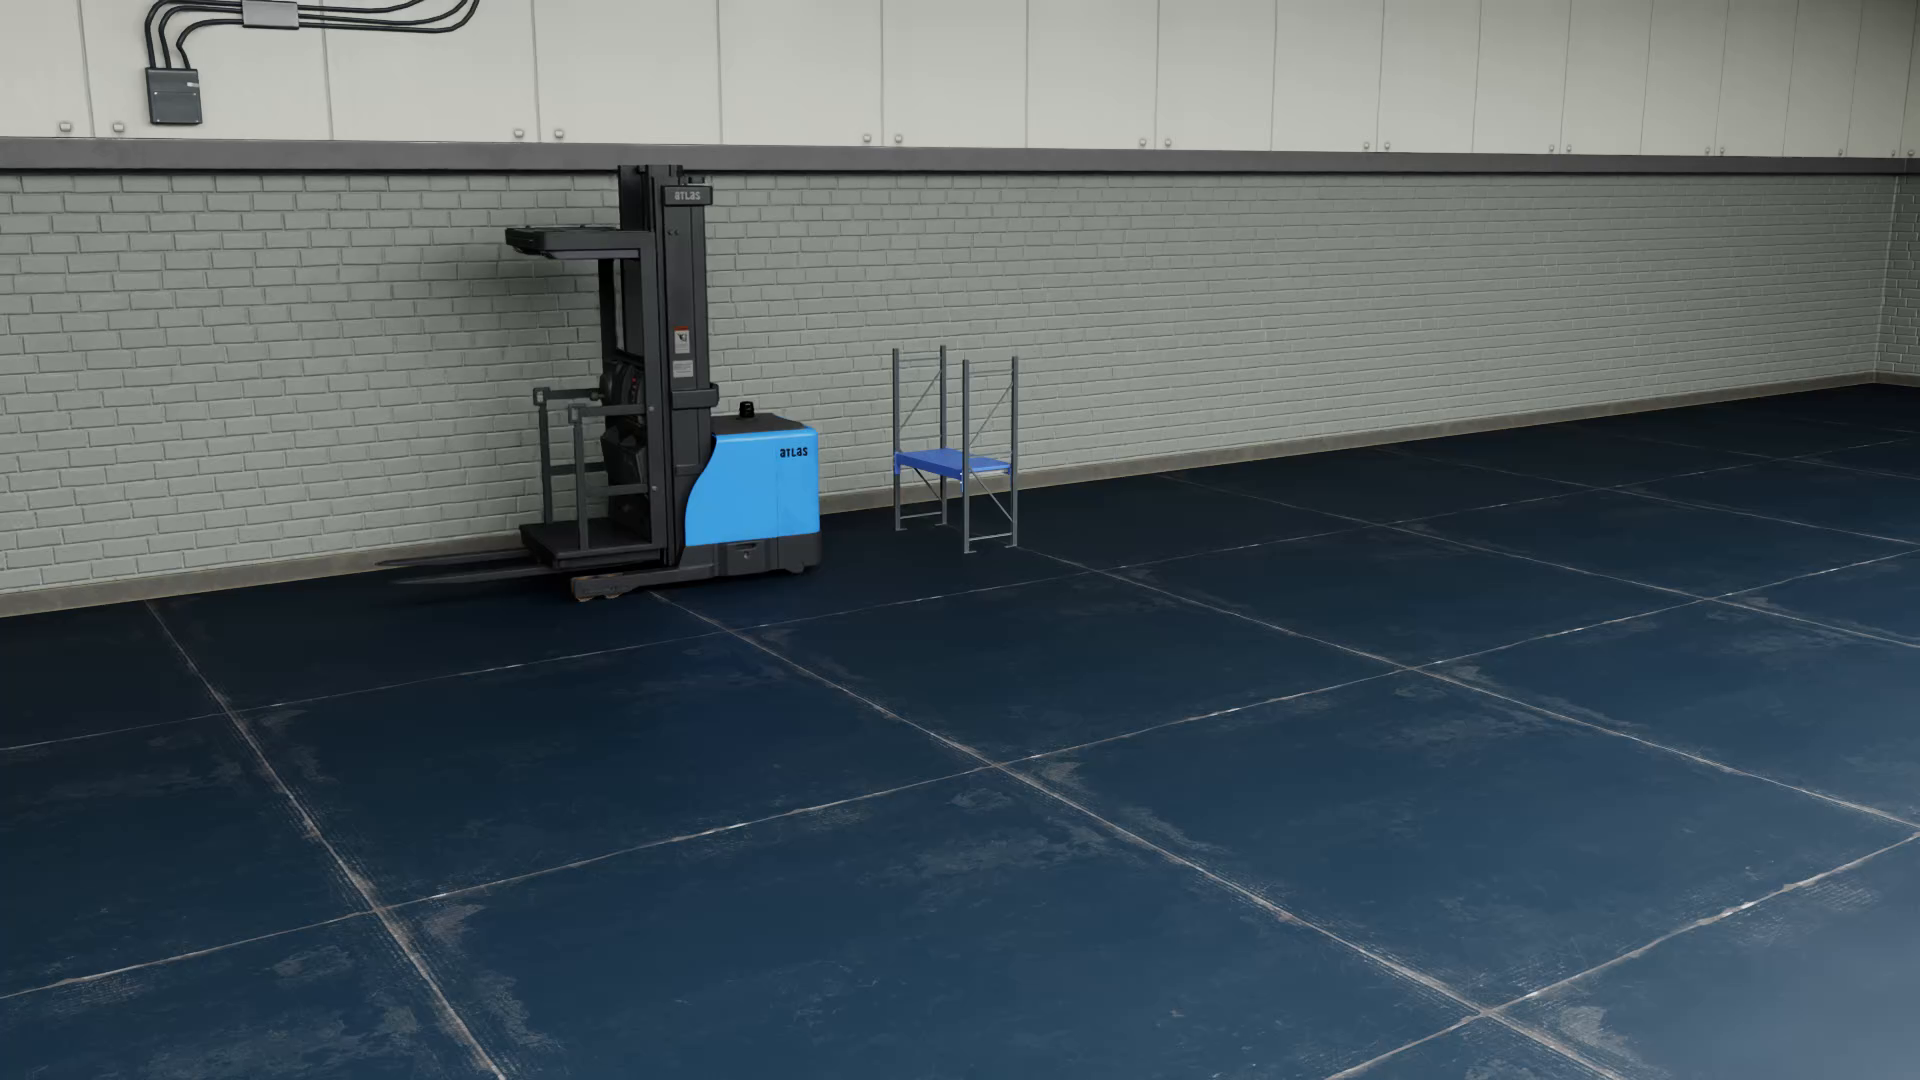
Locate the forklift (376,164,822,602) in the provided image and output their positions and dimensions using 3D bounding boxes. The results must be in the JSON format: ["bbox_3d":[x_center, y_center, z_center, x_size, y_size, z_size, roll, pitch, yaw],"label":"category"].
[{"bbox_3d":[-2.566,-1.137,11.700,3.031,2.935,1.130,-6,14,-27],"label":"forklift"}]

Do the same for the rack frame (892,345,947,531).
[{"bbox_3d":[-0.329,-0.838,13.684,0.500,1.500,0.032,-8,15,-33],"label":"rack frame"}]

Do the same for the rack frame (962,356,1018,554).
[{"bbox_3d":[0.234,-0.657,12.857,0.500,1.500,0.032,-8,15,-33],"label":"rack frame"}]

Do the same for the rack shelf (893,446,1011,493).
[{"bbox_3d":[-0.047,-0.572,13.309,0.538,0.185,1.000,-8,15,-33],"label":"rack shelf"}]

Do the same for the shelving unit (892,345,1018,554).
[{"bbox_3d":[-0.047,-0.748,13.271,0.538,1.500,1.048,-8,15,-33],"label":"shelving unit"}]
